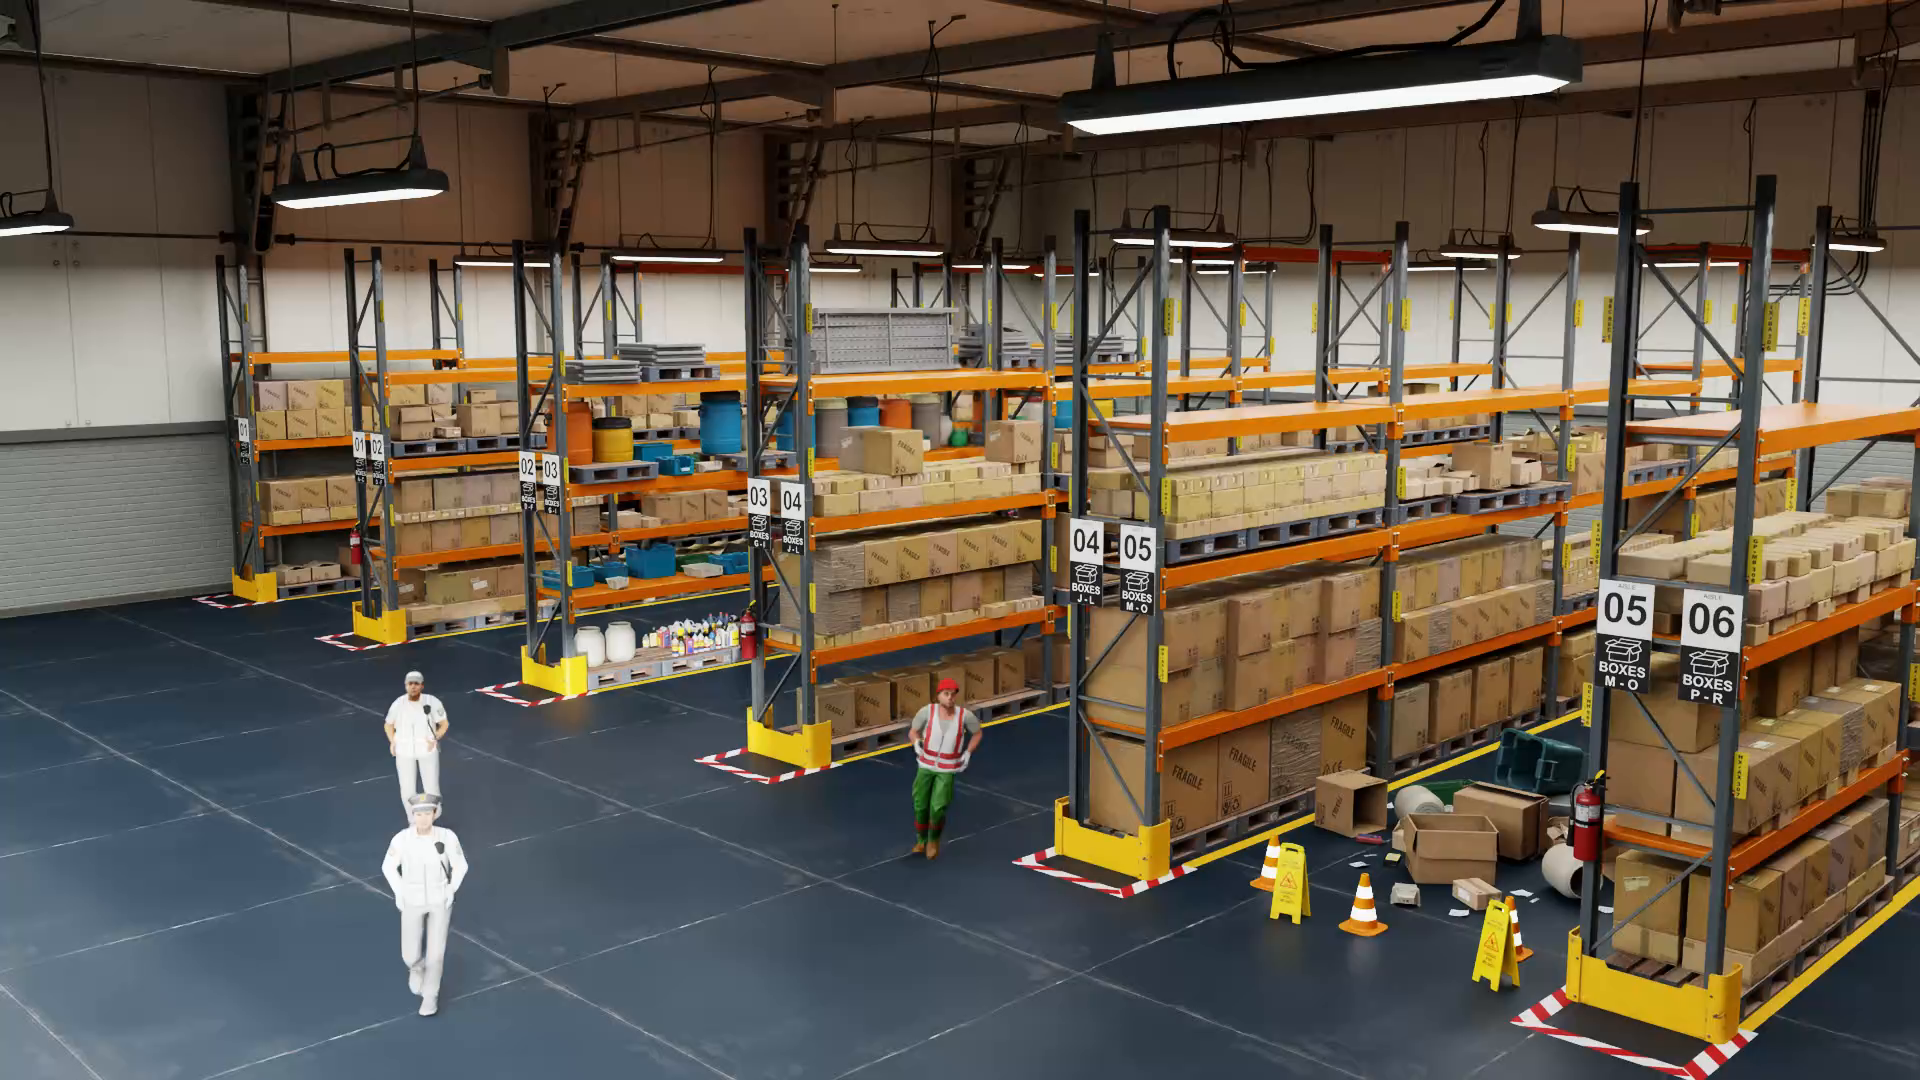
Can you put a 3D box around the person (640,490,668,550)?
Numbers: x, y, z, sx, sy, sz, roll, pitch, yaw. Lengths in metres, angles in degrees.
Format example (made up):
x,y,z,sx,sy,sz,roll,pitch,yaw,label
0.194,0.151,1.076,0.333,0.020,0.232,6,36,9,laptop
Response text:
x,y,z,sx,sy,sz,roll,pitch,yaw,label
-5.675,-0.074,31.134,0.574,1.760,0.847,6,10,36,person

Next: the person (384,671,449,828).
x,y,z,sx,sy,sz,roll,pitch,yaw,label
-5.311,2.074,16.264,0.609,1.618,0.629,-2,8,-12,person

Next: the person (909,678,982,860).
x,y,z,sx,sy,sz,roll,pitch,yaw,label
-0.169,2.134,15.426,0.662,1.736,0.618,2,8,12,person

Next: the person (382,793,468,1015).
x,y,z,sx,sy,sz,roll,pitch,yaw,label
-3.898,2.640,12.152,0.599,1.652,0.540,-2,8,-16,person
